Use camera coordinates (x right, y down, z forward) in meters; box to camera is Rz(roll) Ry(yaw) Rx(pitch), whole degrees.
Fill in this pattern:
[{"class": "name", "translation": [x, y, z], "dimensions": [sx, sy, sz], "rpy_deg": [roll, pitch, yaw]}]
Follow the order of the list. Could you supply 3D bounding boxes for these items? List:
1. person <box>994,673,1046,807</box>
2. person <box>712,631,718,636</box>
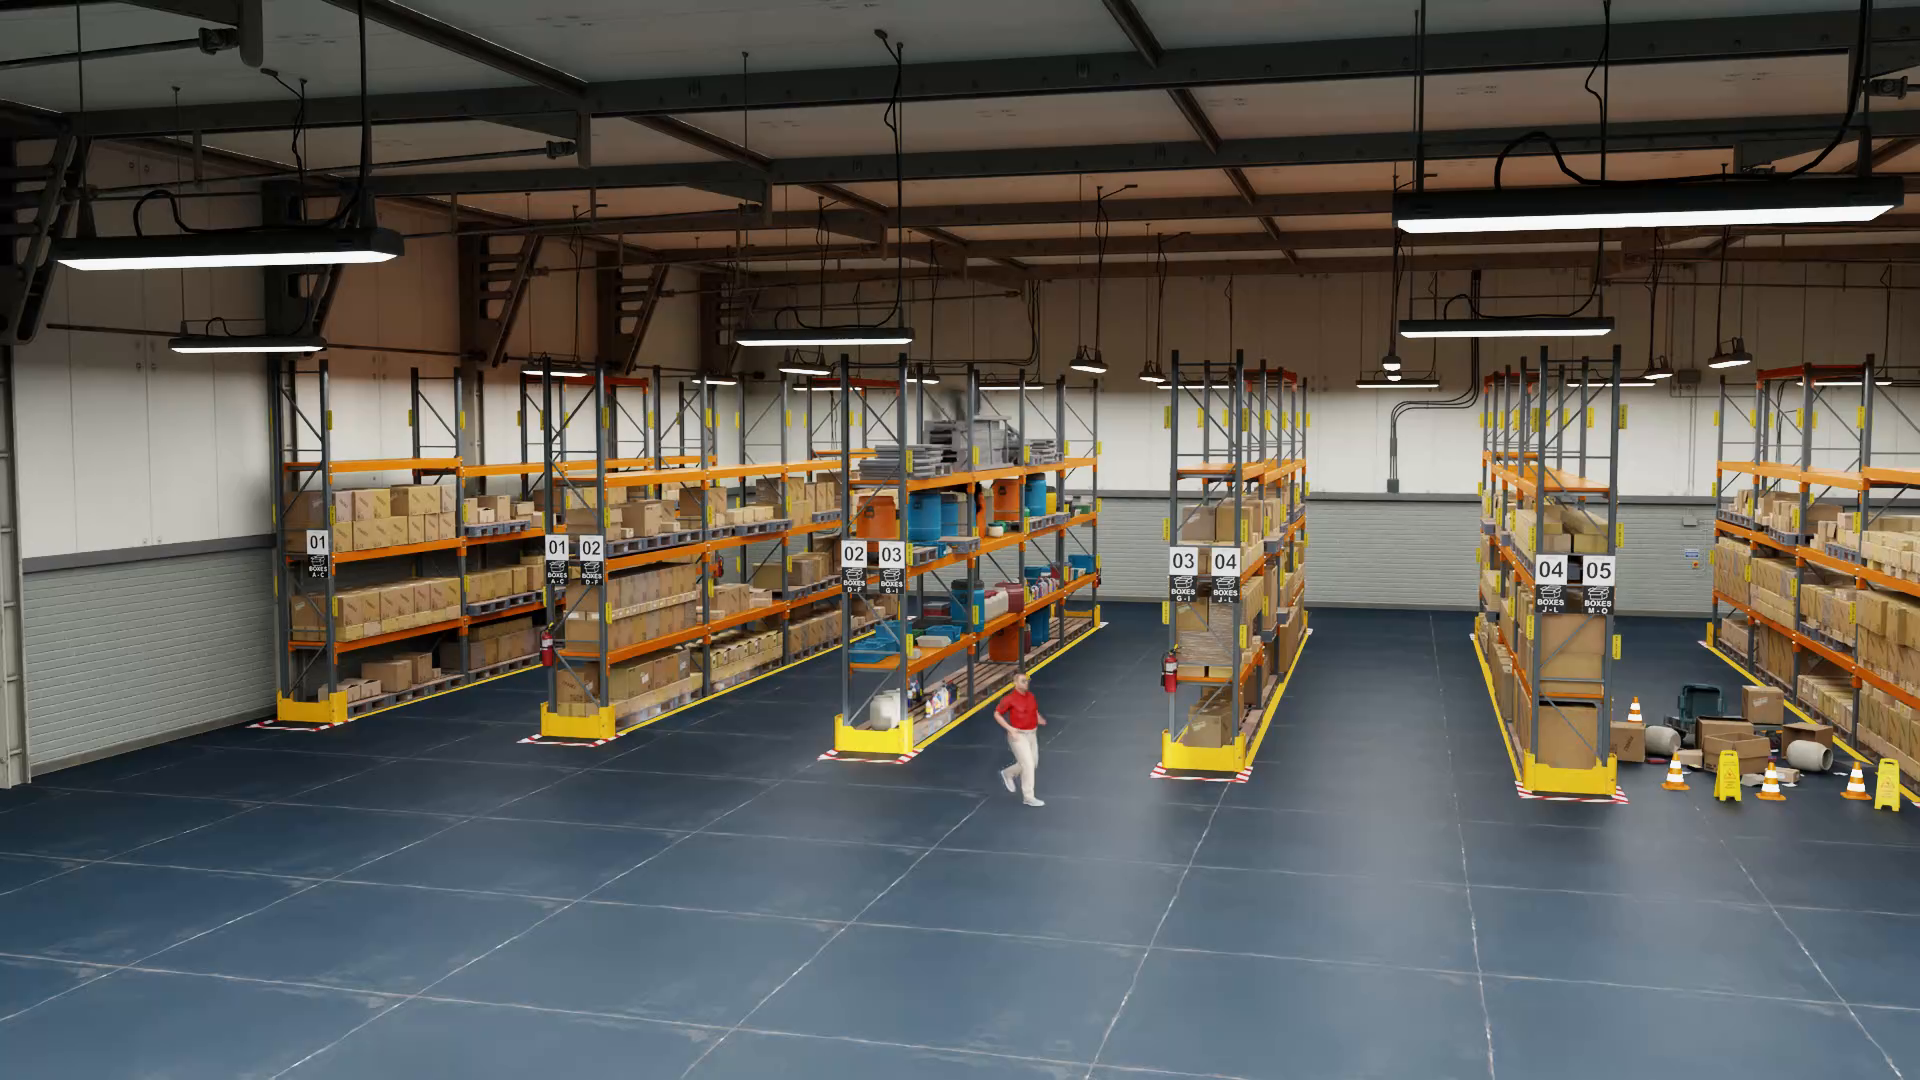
[{"class": "person", "translation": [0.799, 2.590, 21.759], "dimensions": [0.676, 1.691, 0.834], "rpy_deg": [-4, 6, -45]}, {"class": "person", "translation": [-5.412, 1.624, 35.970], "dimensions": [0.525, 1.597, 0.820], "rpy_deg": [1, 4, 16]}]
